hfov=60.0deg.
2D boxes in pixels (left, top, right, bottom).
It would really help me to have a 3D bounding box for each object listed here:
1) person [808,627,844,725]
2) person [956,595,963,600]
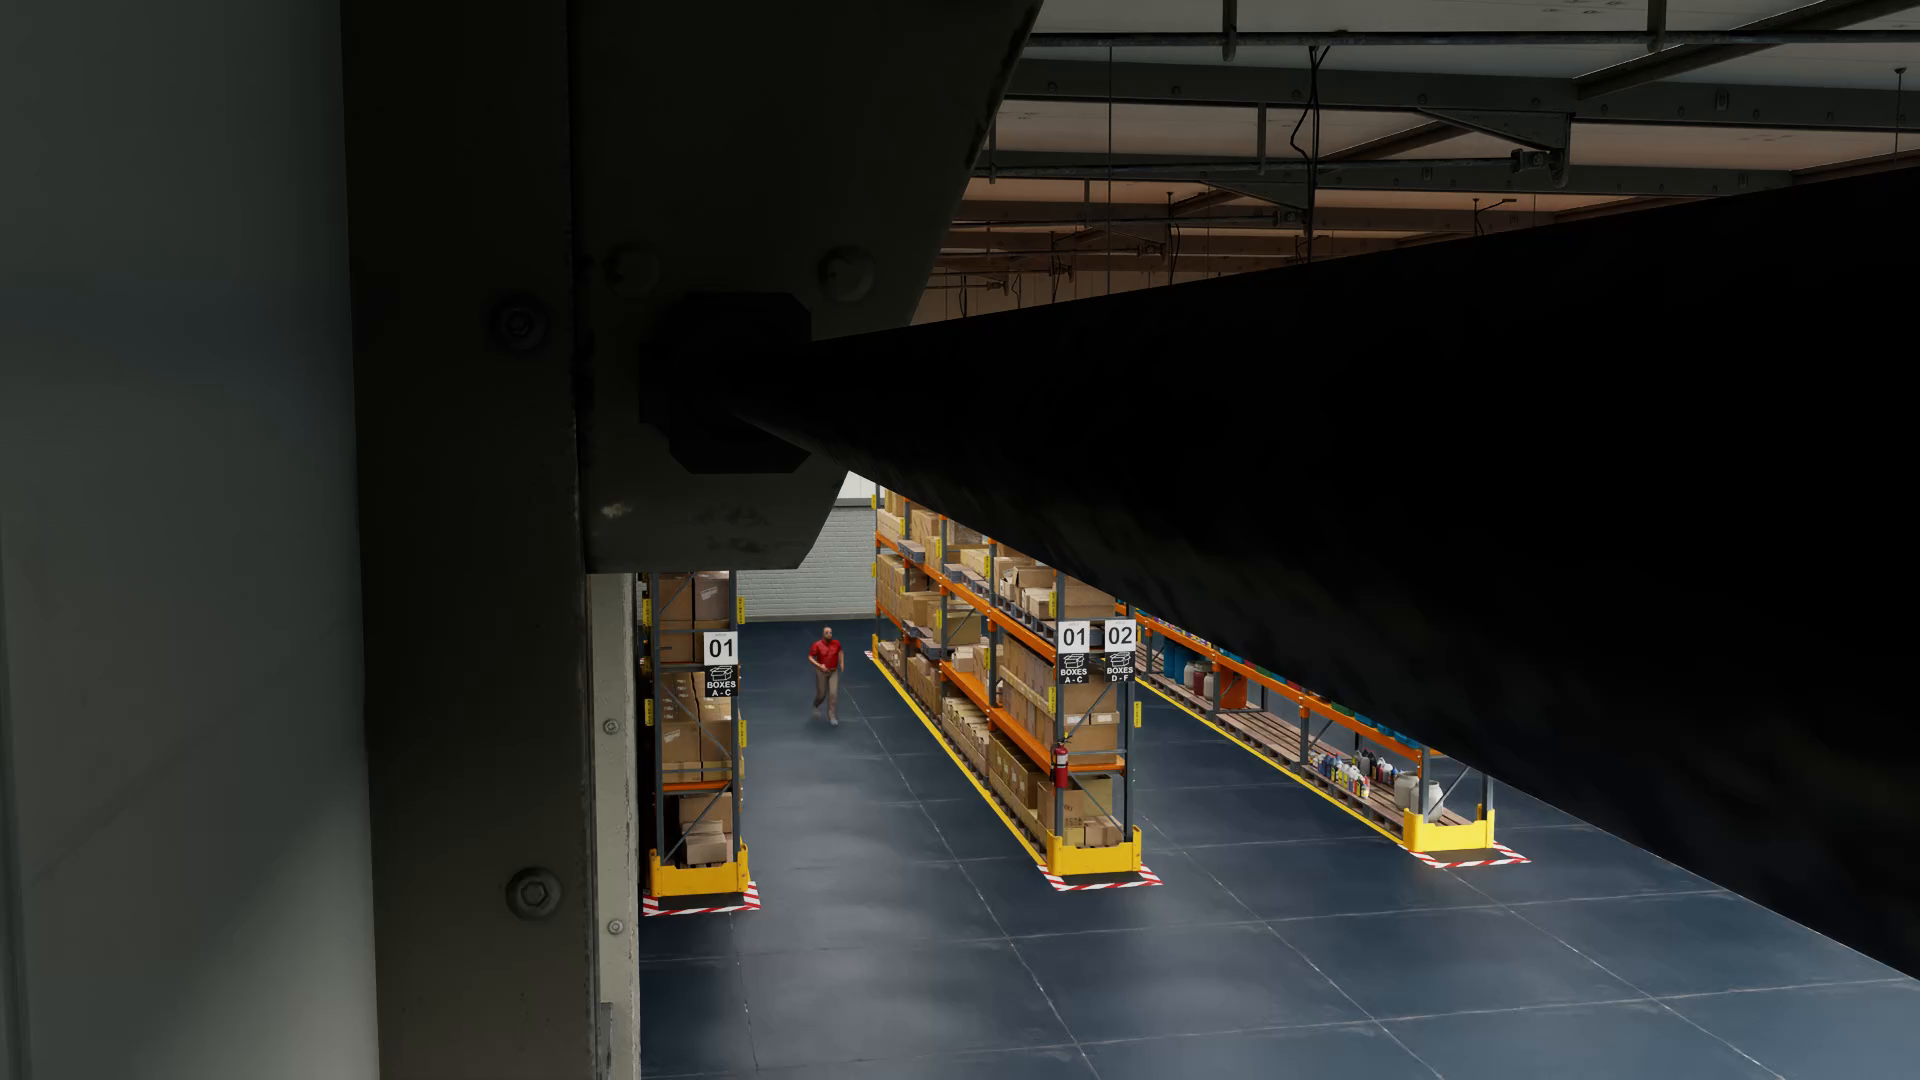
[{"bbox_3d":[-2.399,2.414,29.938,0.688,1.733,0.817,-3,6,-23],"label":"person"},{"bbox_3d":[-0.131,1.610,37.638,0.597,1.754,0.694,4,7,31],"label":"person"}]
